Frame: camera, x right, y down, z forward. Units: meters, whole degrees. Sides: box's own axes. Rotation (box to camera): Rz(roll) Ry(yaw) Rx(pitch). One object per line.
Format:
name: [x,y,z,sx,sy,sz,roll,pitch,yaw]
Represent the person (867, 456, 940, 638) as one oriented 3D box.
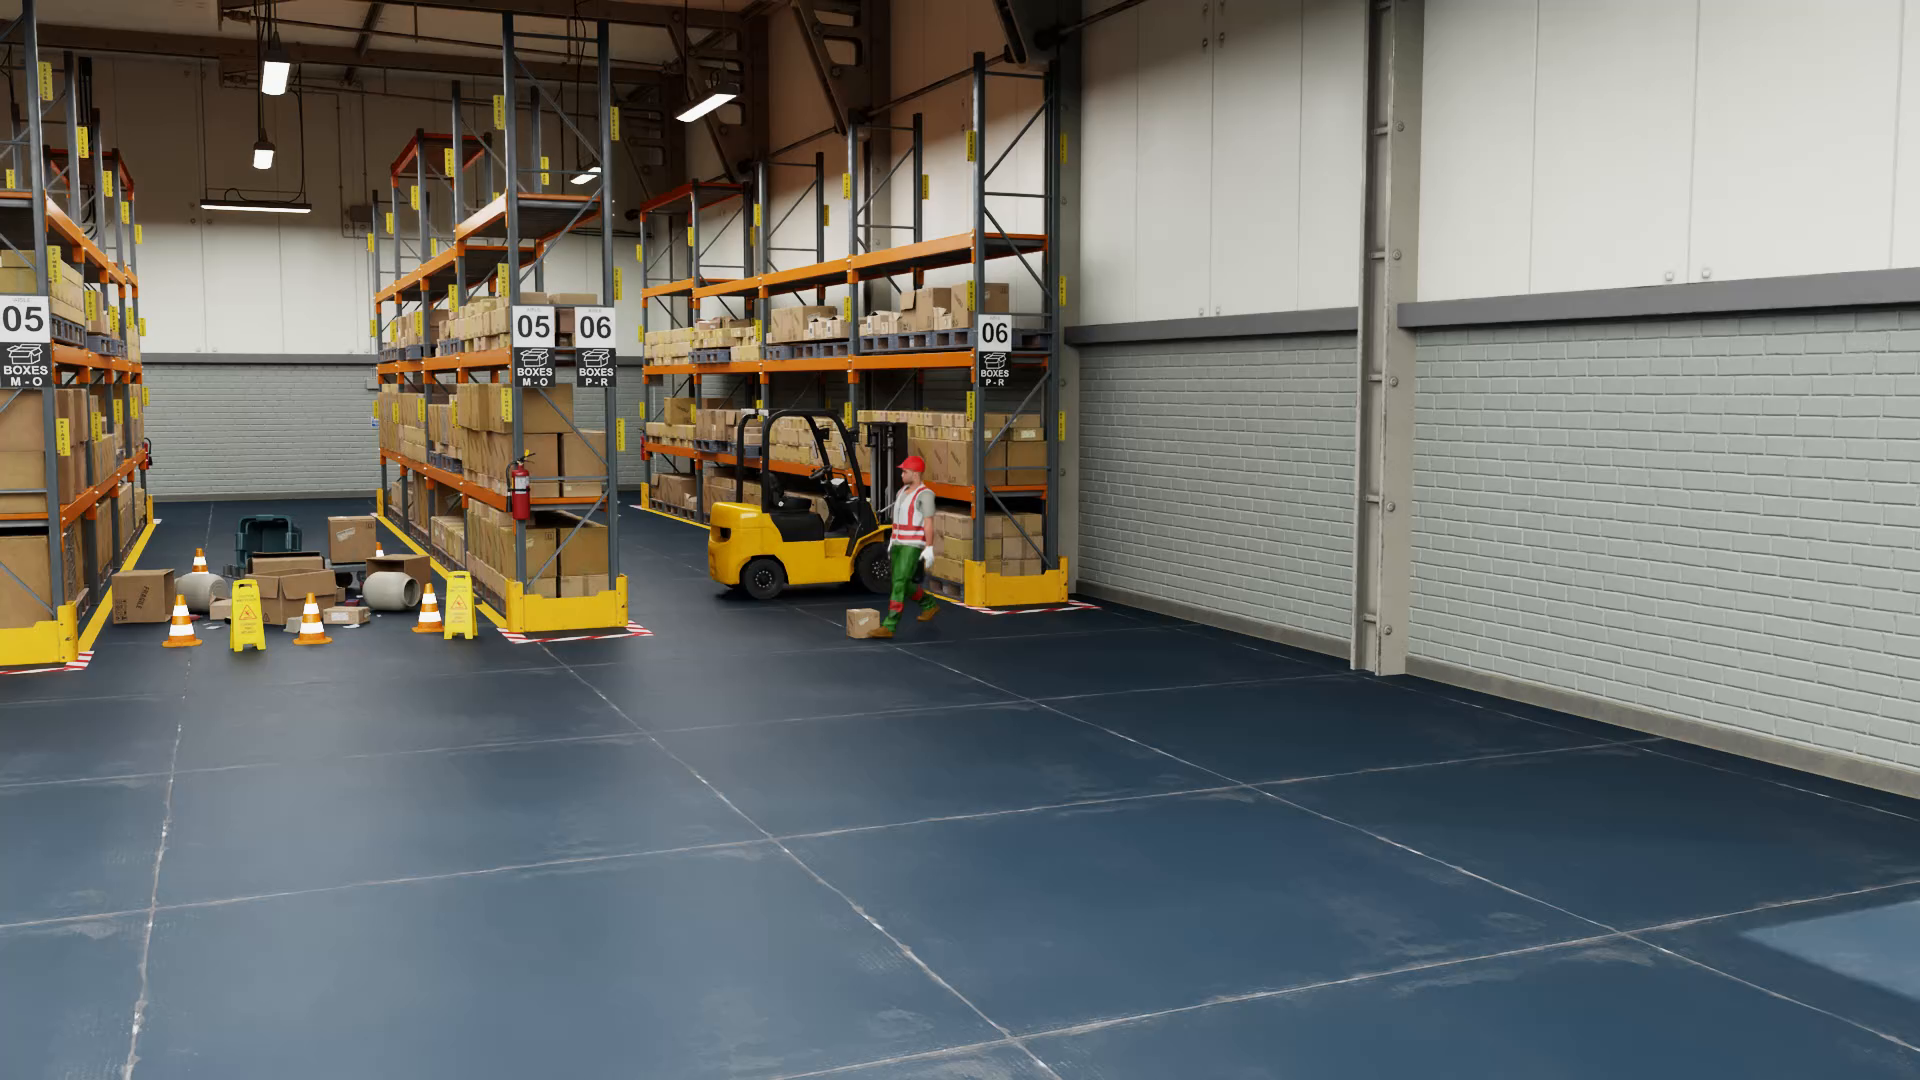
person: [-0.536,0.056,16.246,0.983,1.749,0.571,-4,6,-34]
